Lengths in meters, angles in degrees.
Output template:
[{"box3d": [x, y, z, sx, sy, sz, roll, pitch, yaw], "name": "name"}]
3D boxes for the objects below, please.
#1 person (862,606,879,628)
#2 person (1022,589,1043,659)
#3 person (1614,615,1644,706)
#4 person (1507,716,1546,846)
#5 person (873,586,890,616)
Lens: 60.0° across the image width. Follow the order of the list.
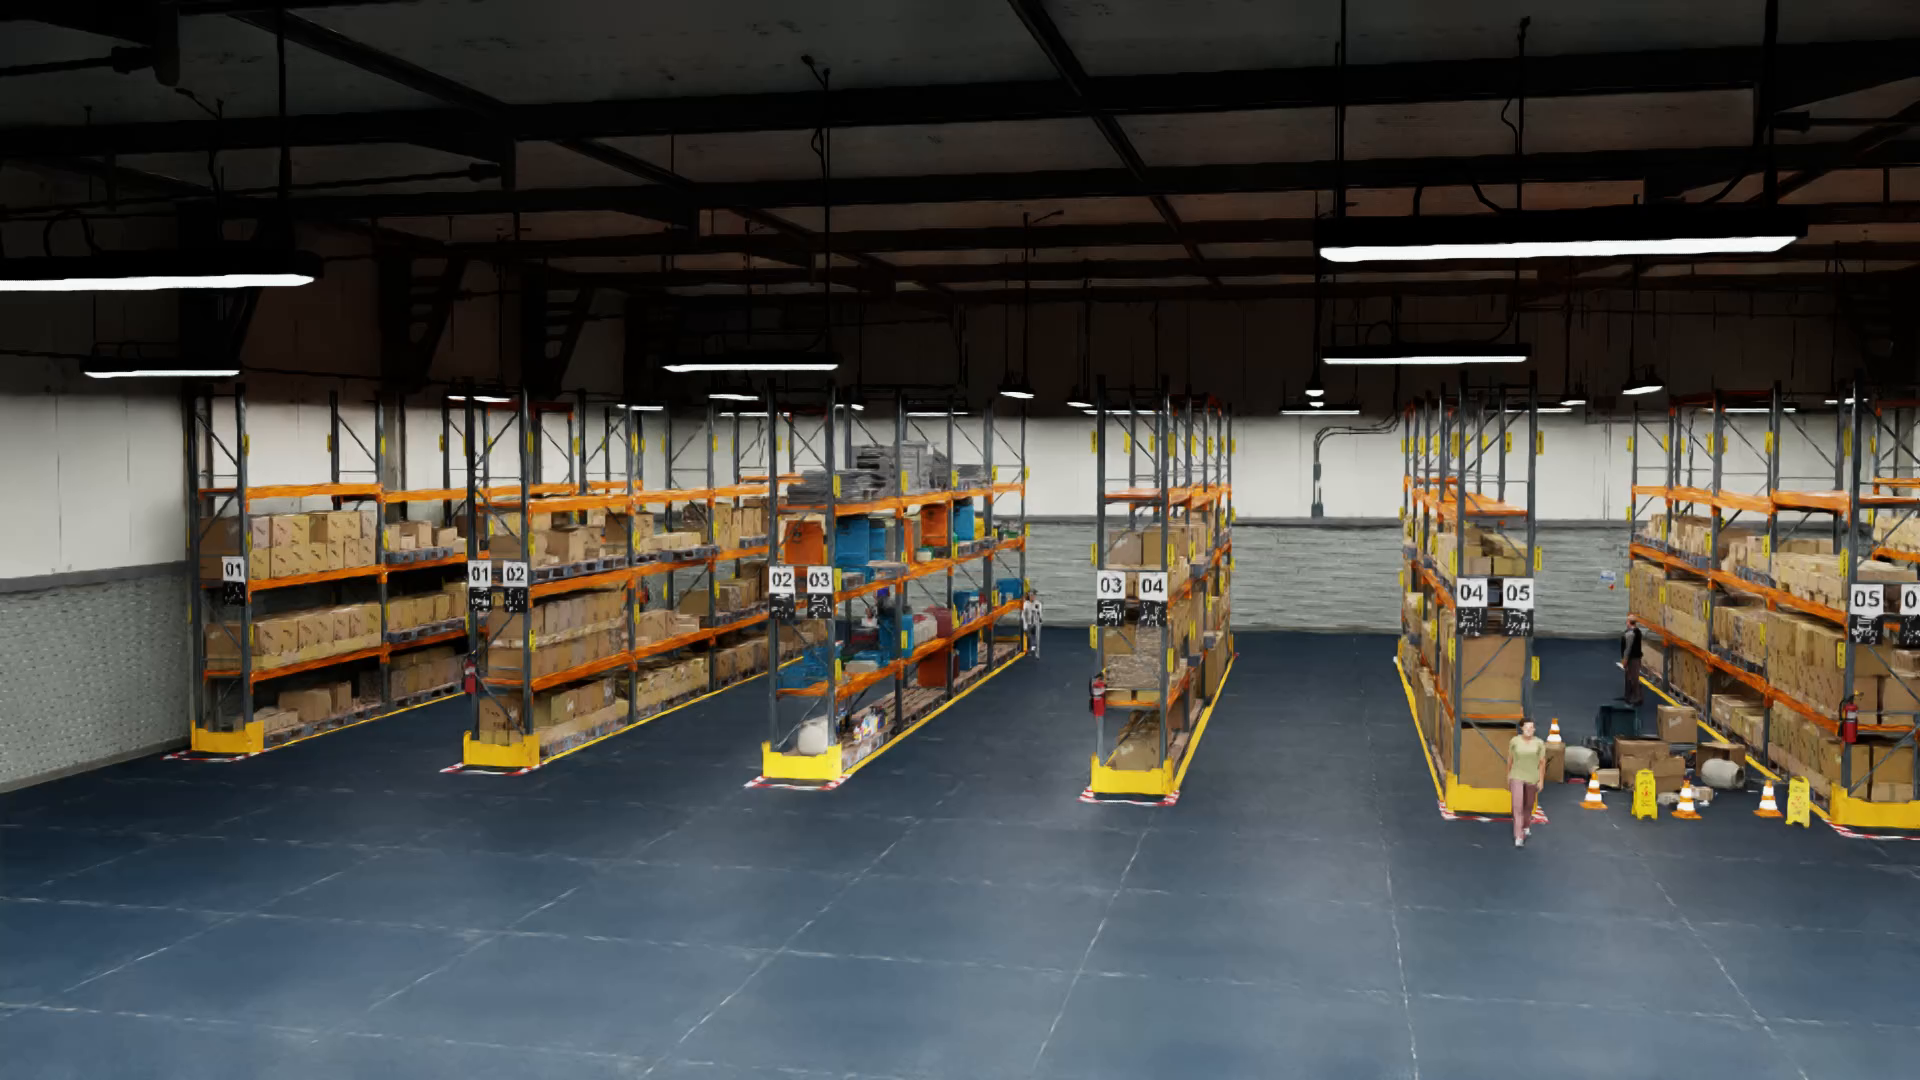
[{"box3d": [-1.933, 2.230, 35.956, 0.417, 1.404, 1.032, 1, 3, 15], "name": "person"}, {"box3d": [1.690, 1.944, 39.002, 0.483, 1.611, 0.993, 0, 3, 4], "name": "person"}, {"box3d": [12.912, 2.297, 32.052, 0.587, 1.718, 0.647, 2, 4, 32], "name": "person"}, {"box3d": [7.121, 3.029, 20.895, 0.447, 1.433, 0.998, 1, 3, 11], "name": "person"}, {"box3d": [-2.130, 1.612, 45.263, 0.443, 1.573, 0.996, 0, 3, 4], "name": "person"}]
